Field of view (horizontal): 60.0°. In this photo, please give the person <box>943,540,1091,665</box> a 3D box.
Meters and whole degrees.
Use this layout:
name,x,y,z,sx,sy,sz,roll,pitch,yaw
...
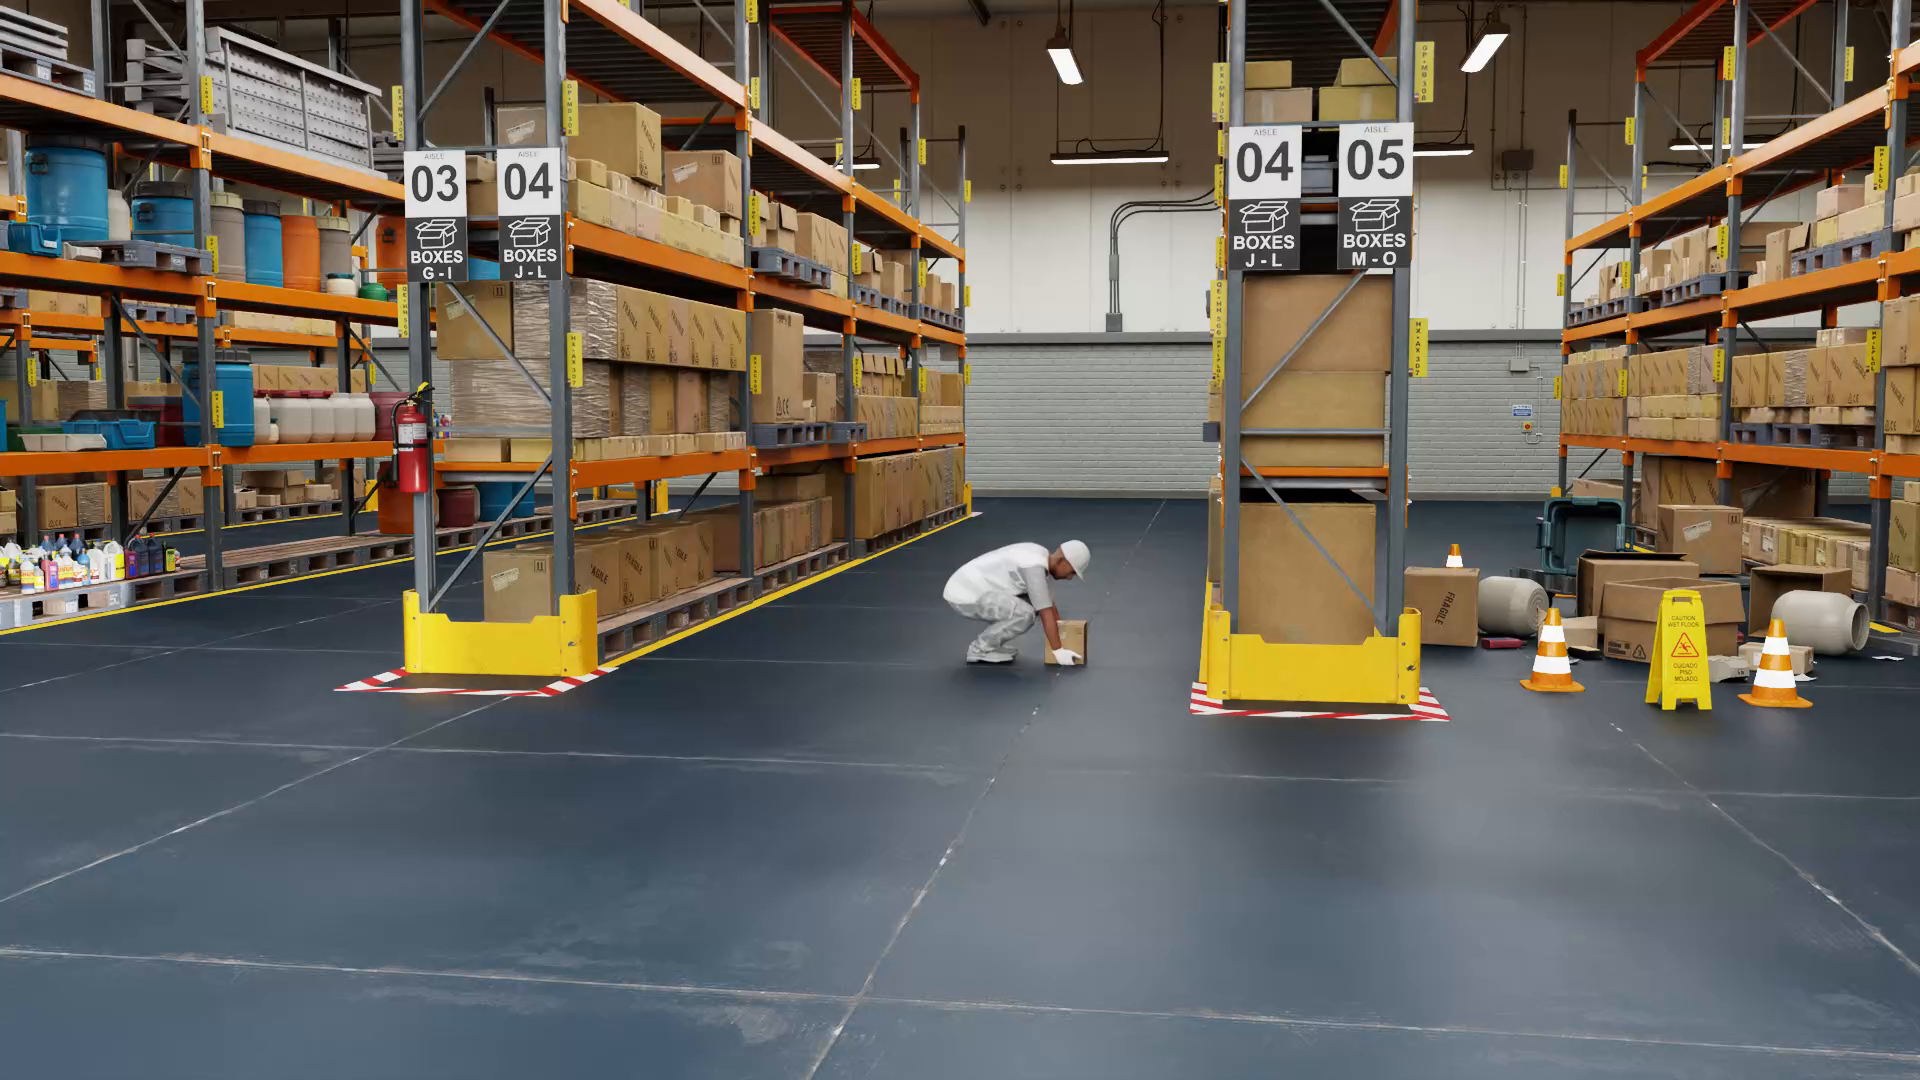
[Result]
name,x,y,z,sx,sy,sz,roll,pitch,yaw
person,0.374,0.435,10.865,0.949,0.873,0.568,1,4,8
